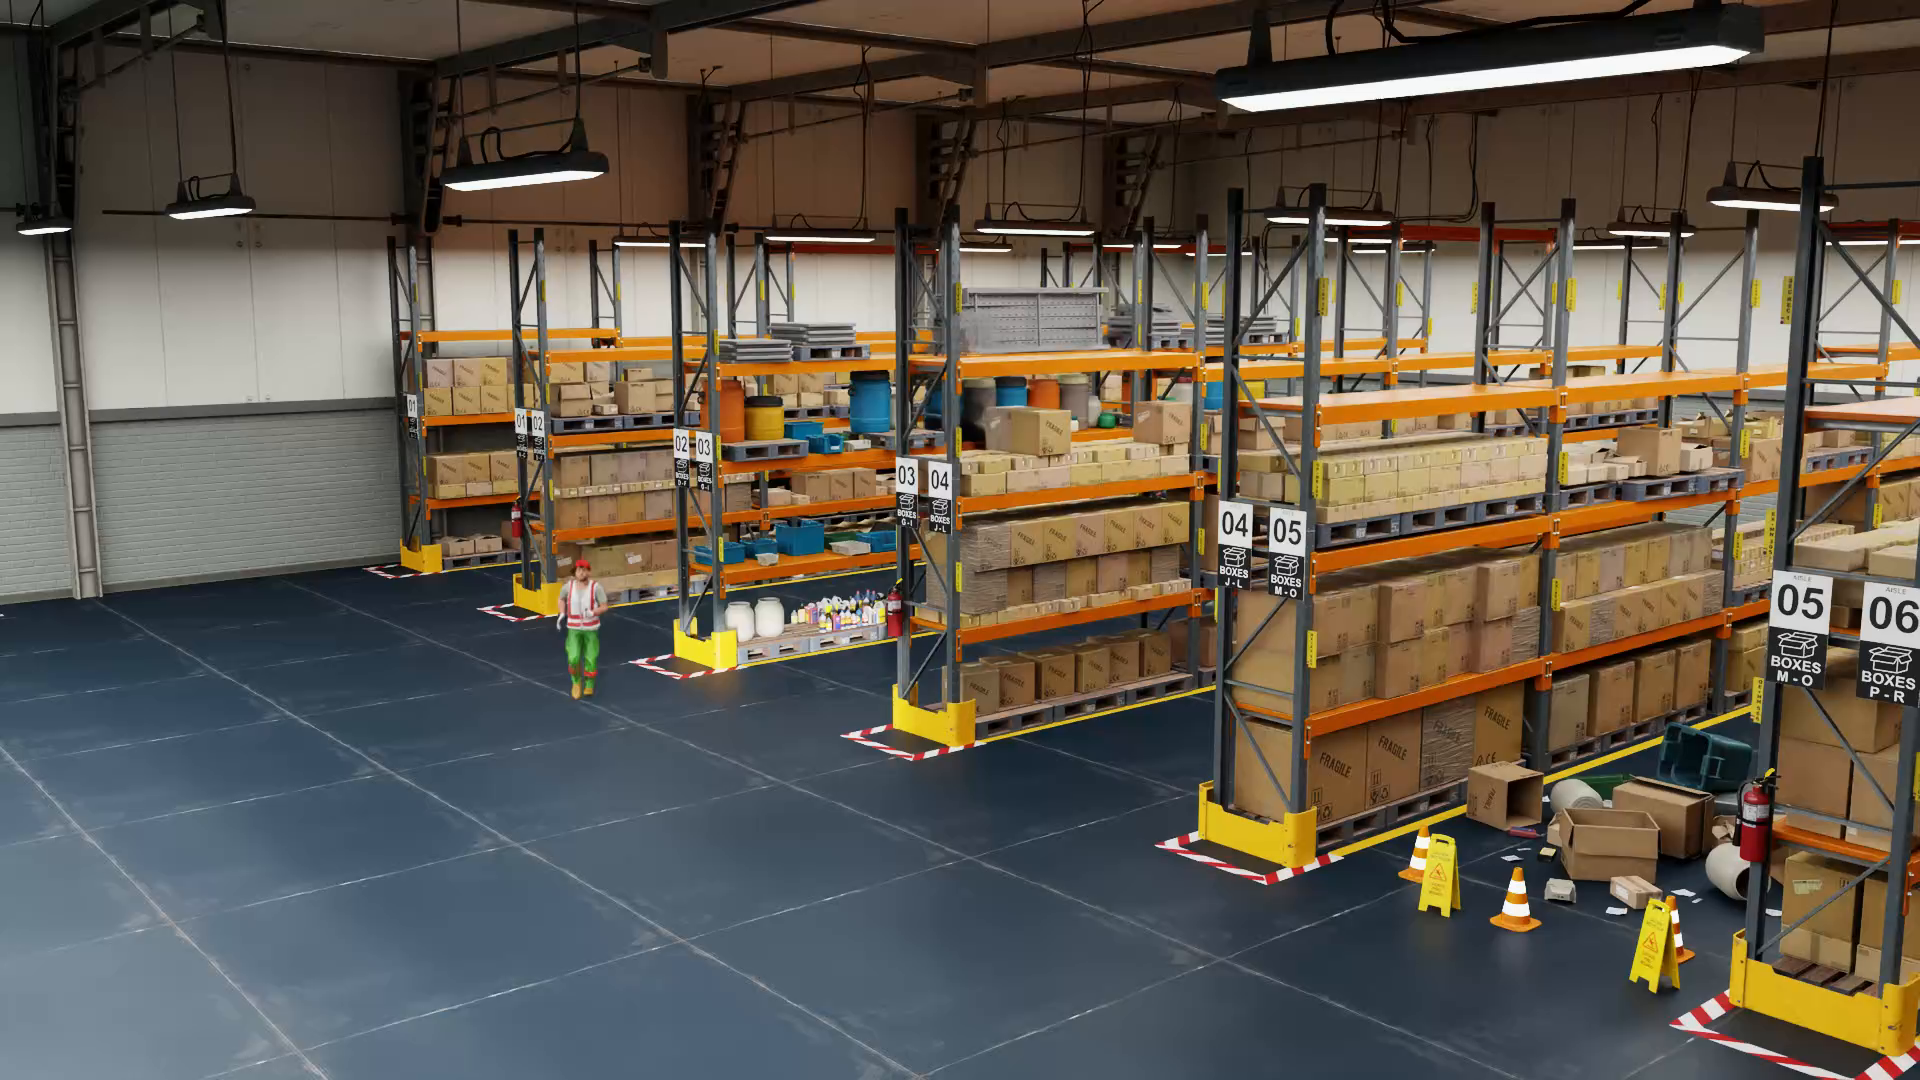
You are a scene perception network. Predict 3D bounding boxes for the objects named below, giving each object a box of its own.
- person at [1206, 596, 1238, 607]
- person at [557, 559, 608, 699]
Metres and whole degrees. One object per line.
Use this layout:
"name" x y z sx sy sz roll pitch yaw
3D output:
"person" 4.085 0.176 25.409 0.783 1.720 0.610 -7 11 -38
"person" -4.694 1.114 20.680 0.637 1.761 0.670 -1 9 -7
